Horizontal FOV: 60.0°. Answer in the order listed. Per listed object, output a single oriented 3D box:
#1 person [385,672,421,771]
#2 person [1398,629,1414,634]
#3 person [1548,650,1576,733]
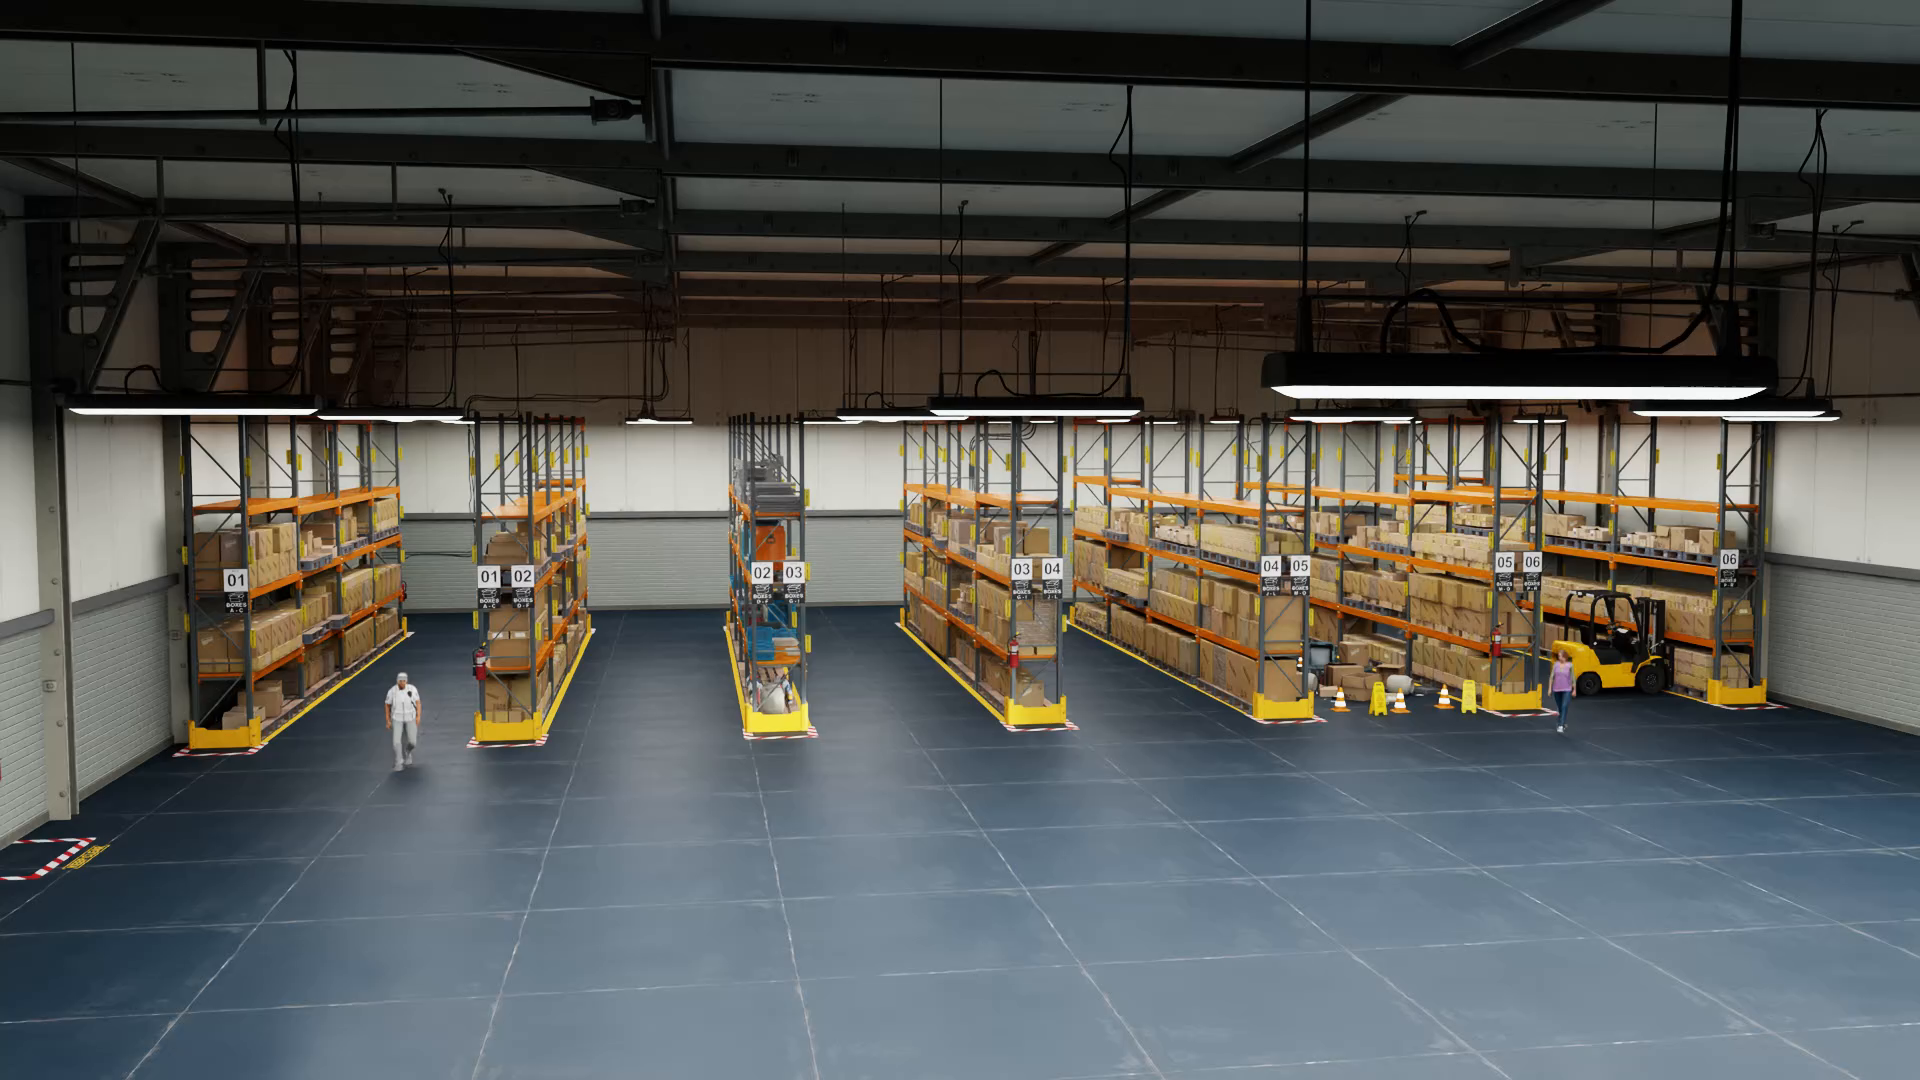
[{"bbox_3d":[-9.340,3.020,27.887,0.571,1.642,0.572,-1,4,-17],"label":"person"},{"bbox_3d":[12.312,1.763,45.776,0.482,1.668,0.498,-3,5,-37],"label":"person"},{"bbox_3d":[11.243,2.819,31.110,0.442,1.540,0.979,3,5,41],"label":"person"}]
